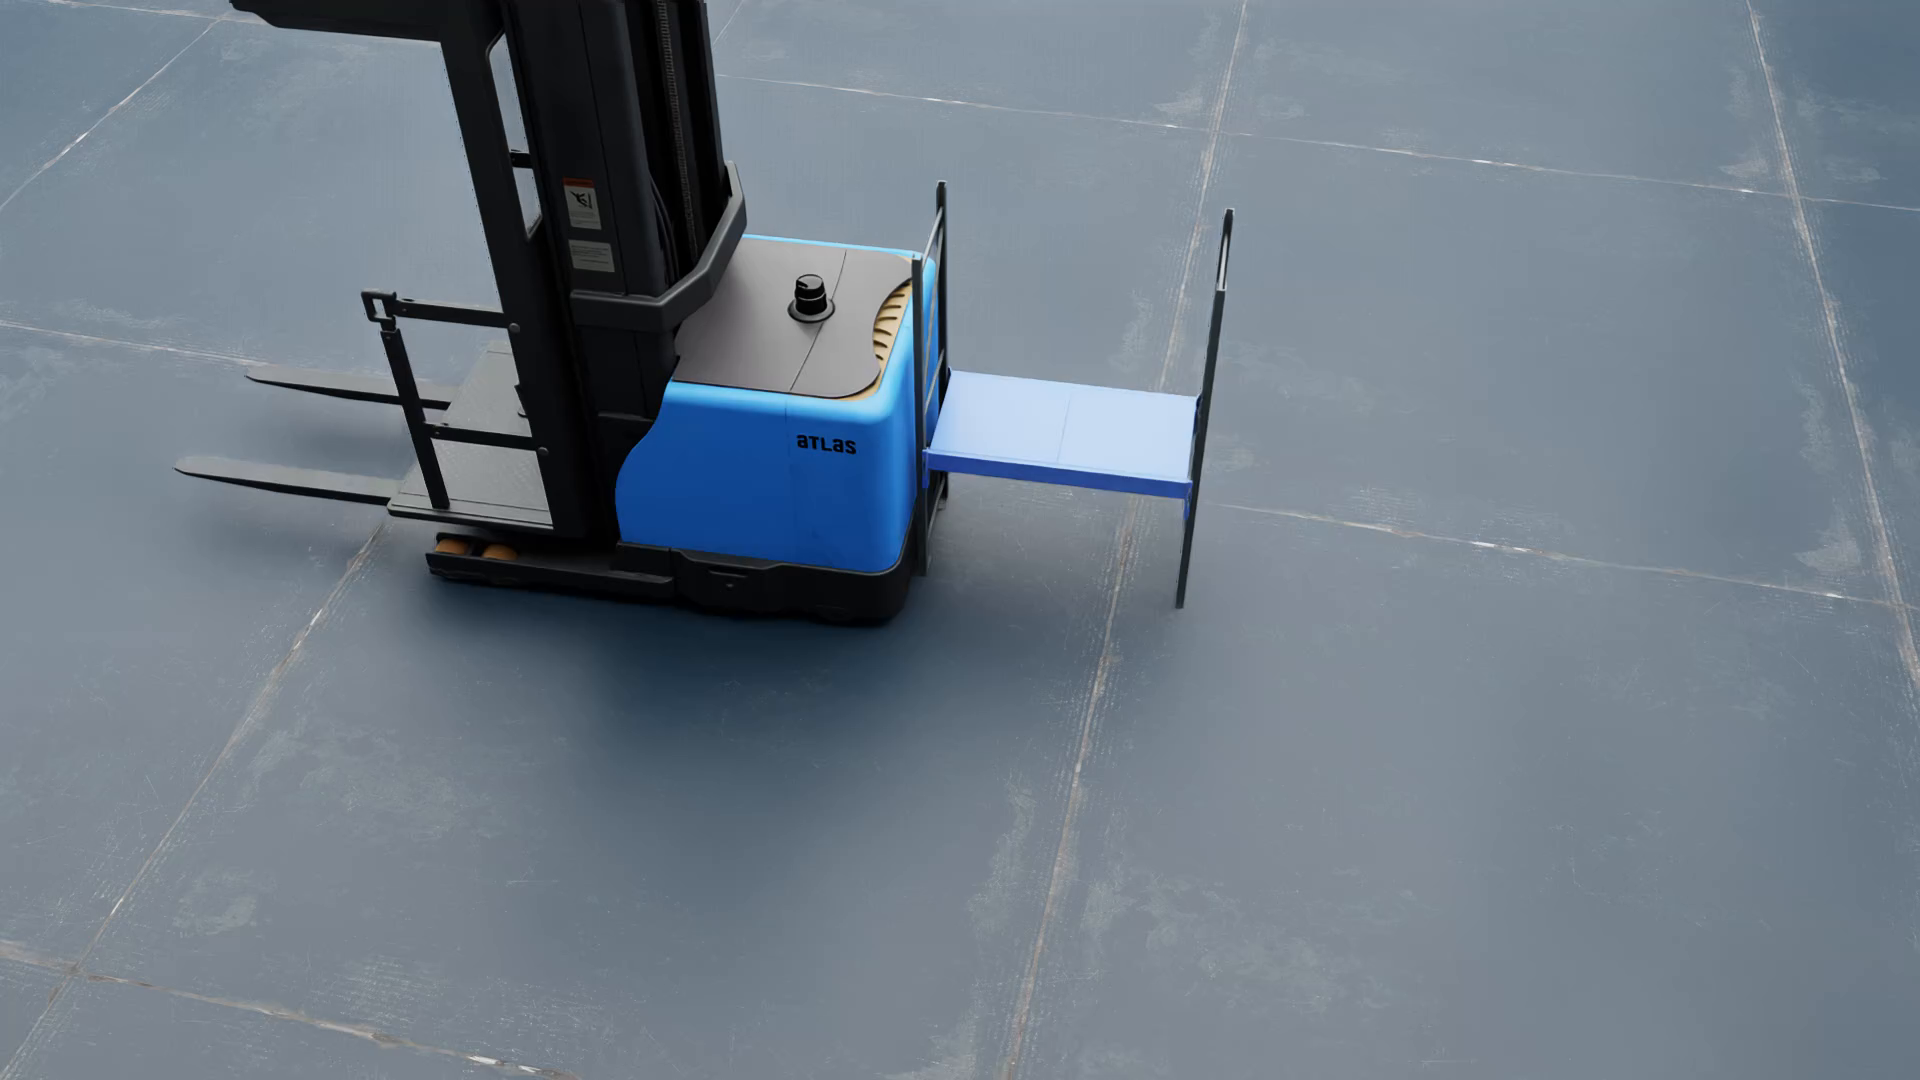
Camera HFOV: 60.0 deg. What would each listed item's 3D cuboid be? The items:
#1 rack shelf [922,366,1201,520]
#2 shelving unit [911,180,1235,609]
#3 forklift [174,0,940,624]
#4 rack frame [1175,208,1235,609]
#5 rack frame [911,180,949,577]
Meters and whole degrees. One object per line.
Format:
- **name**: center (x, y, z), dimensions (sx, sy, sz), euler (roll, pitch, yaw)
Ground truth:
- **rack shelf**: center (0.396, -0.377, 6.319), dimensions (1.000, 0.185, 0.538), euler (7, 44, 7)
- **shelving unit**: center (0.396, -0.506, 6.195), dimensions (1.048, 1.500, 0.538), euler (7, 44, 7)
- **forklift**: center (-1.637, -1.230, 5.915), dimensions (3.031, 2.935, 1.130), euler (7, 44, 7)
- **rack frame**: center (0.896, -0.445, 6.131), dimensions (0.032, 1.500, 0.500), euler (7, 44, 7)
- **rack frame**: center (-0.105, -0.568, 6.259), dimensions (0.032, 1.500, 0.500), euler (7, 44, 7)
